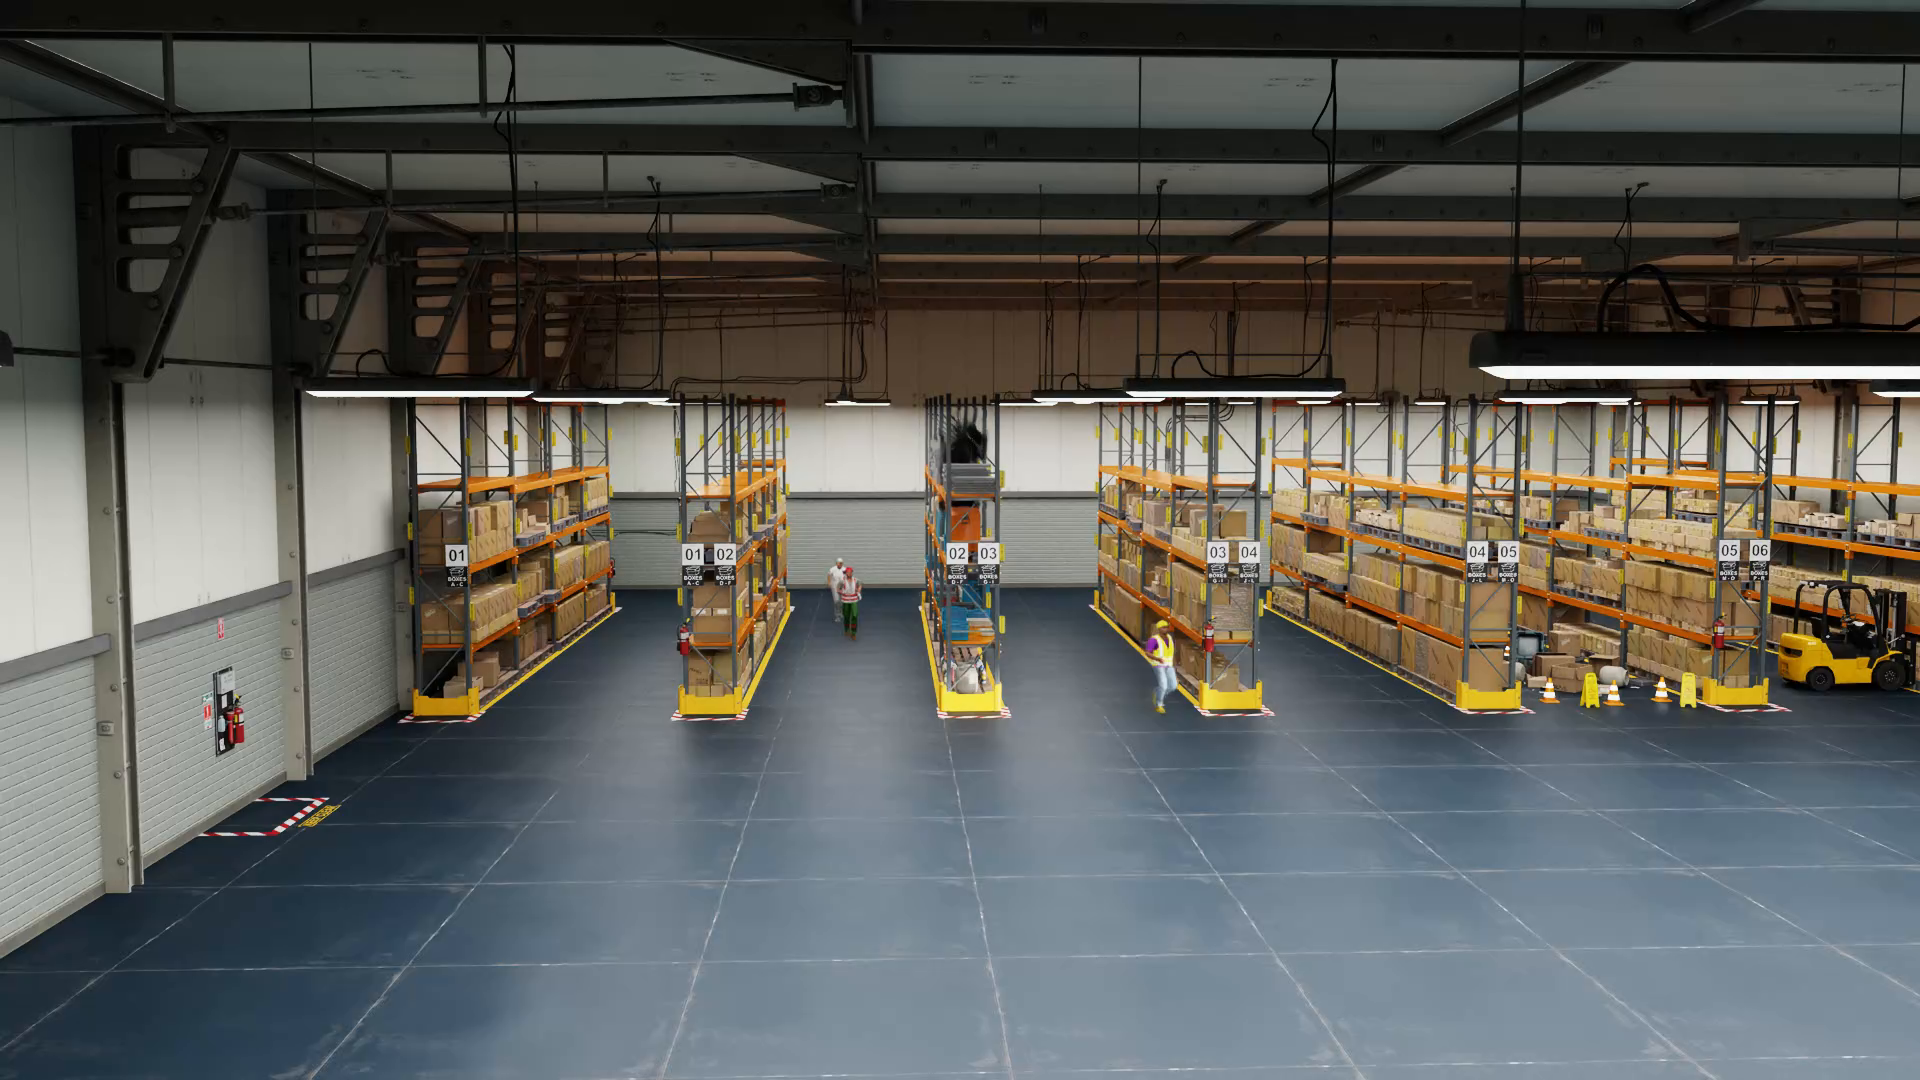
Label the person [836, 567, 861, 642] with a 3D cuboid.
[{"bbox_3d":[-2.739,1.568,41.154,0.642,1.833,0.893,-1,5,-9],"label":"person"}]

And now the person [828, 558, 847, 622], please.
[{"bbox_3d":[-3.259,1.344,44.938,0.574,1.725,0.843,-1,5,-15],"label":"person"}]

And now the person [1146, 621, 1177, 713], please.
[{"bbox_3d":[3.845,2.383,31.395,0.721,1.733,0.584,-3,5,-34],"label":"person"}]
